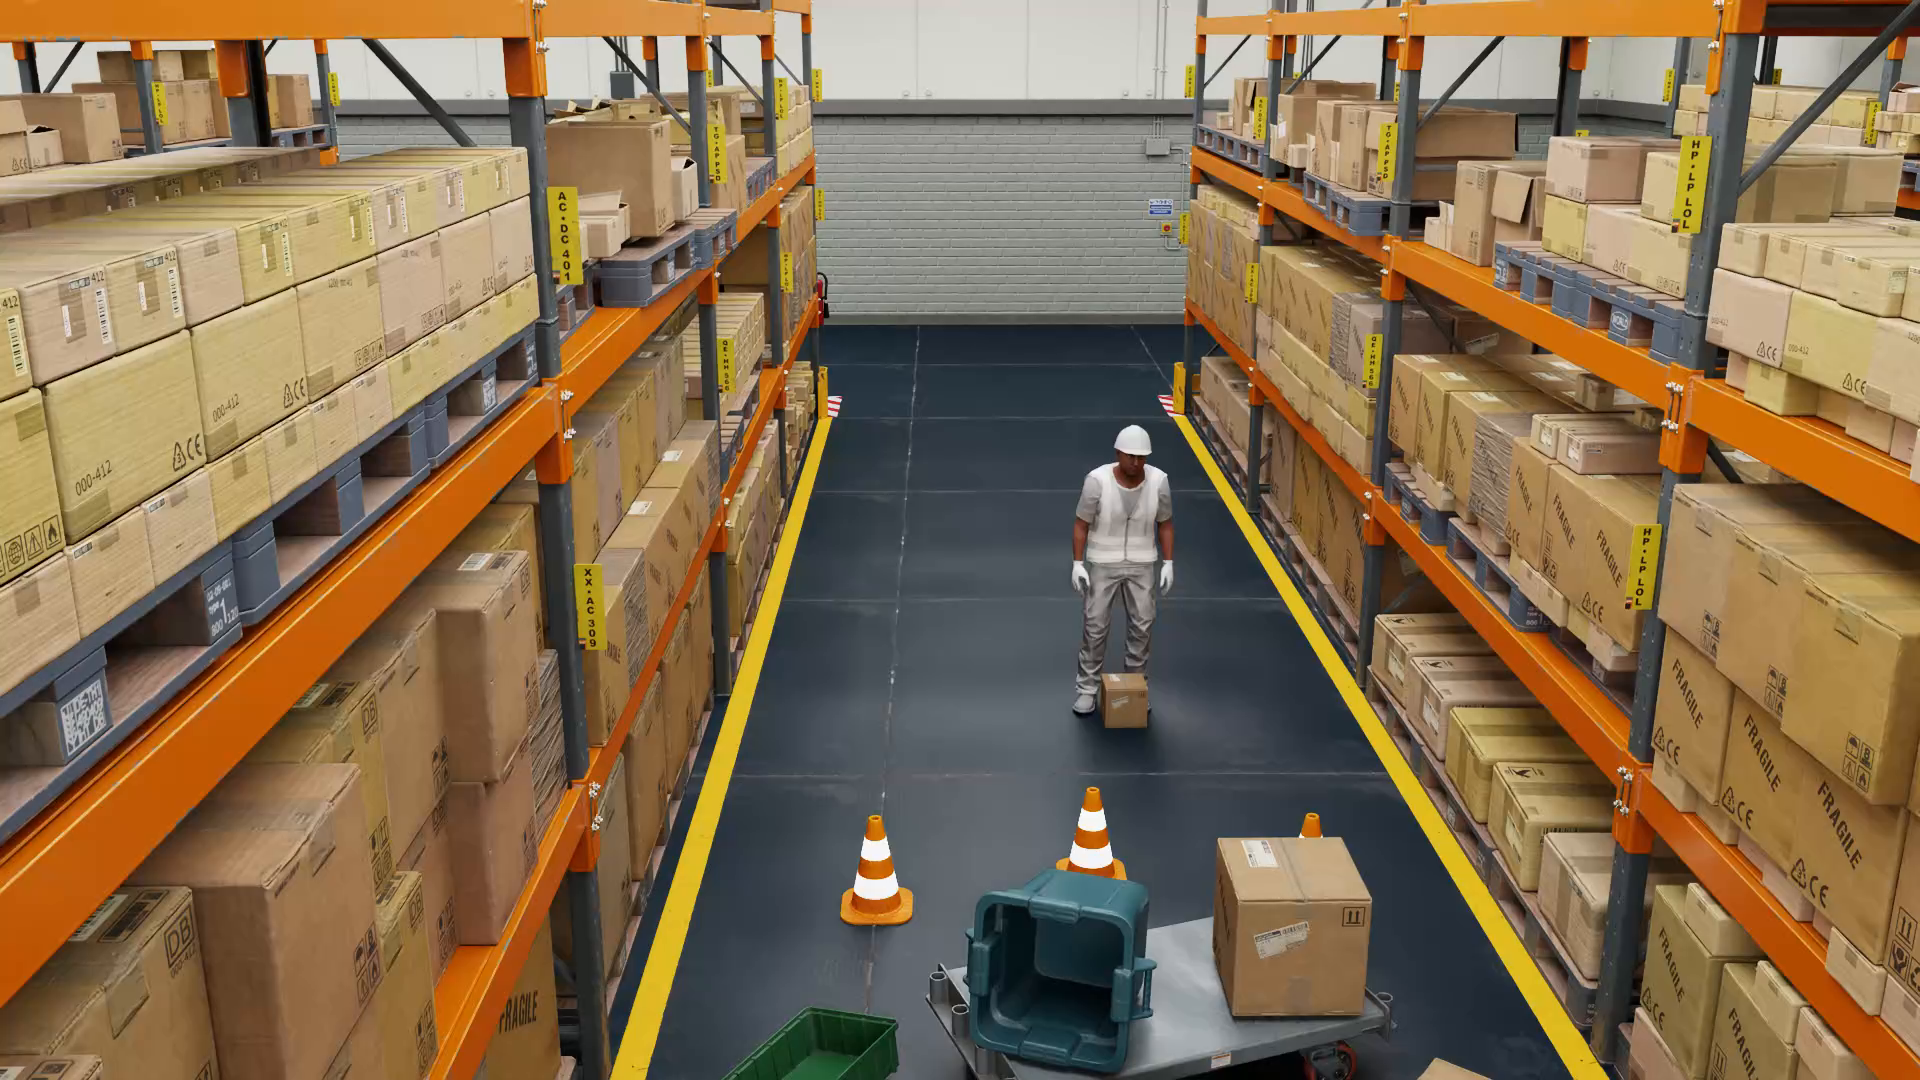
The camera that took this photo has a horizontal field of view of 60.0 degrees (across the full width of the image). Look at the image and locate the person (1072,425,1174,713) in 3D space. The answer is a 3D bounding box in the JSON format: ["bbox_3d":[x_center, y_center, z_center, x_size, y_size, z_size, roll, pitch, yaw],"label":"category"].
[{"bbox_3d":[0.978,0.169,9.973,0.625,1.773,0.452,-1,17,-4],"label":"person"}]
